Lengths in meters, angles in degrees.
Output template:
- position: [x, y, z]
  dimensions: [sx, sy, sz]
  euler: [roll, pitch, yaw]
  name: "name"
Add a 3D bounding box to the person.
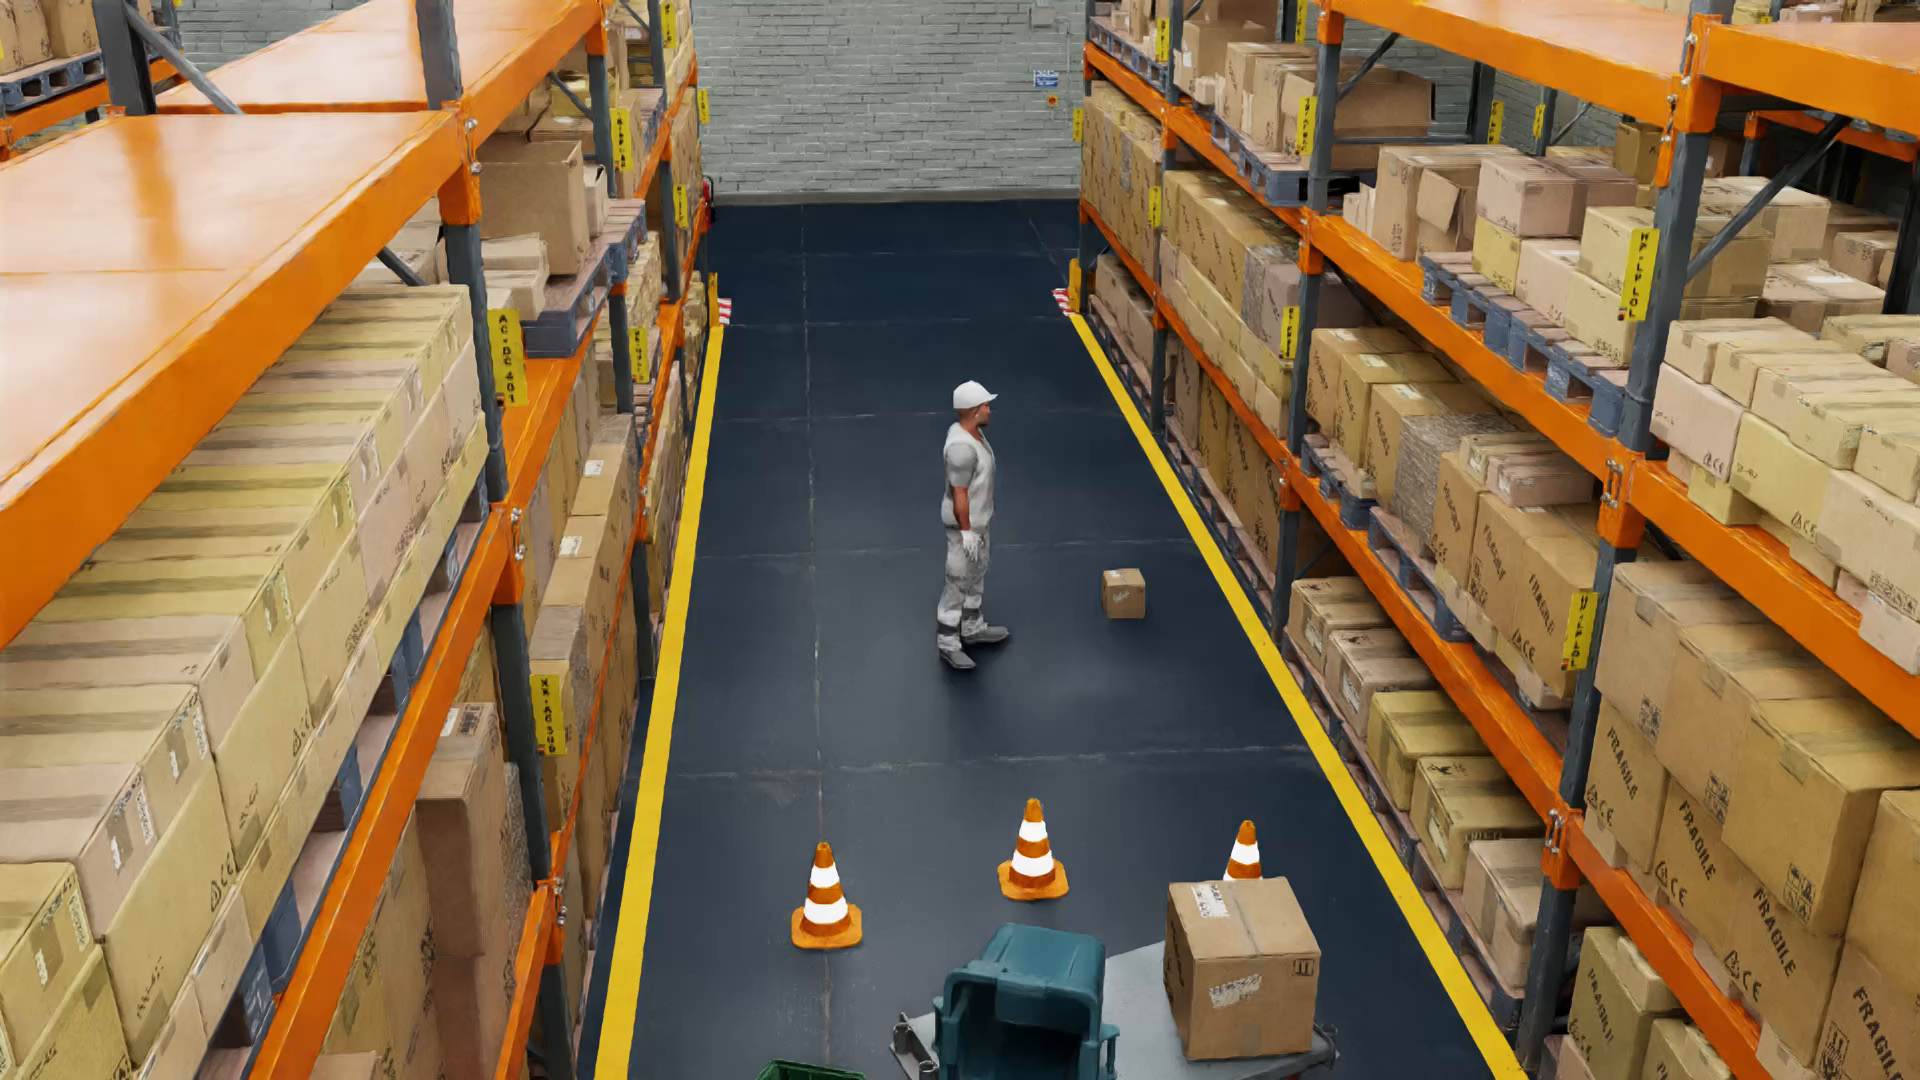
- position: [0.080, -0.125, 10.285]
  dimensions: [0.414, 1.791, 0.622]
  euler: [4, 24, 9]
  name: "person"
